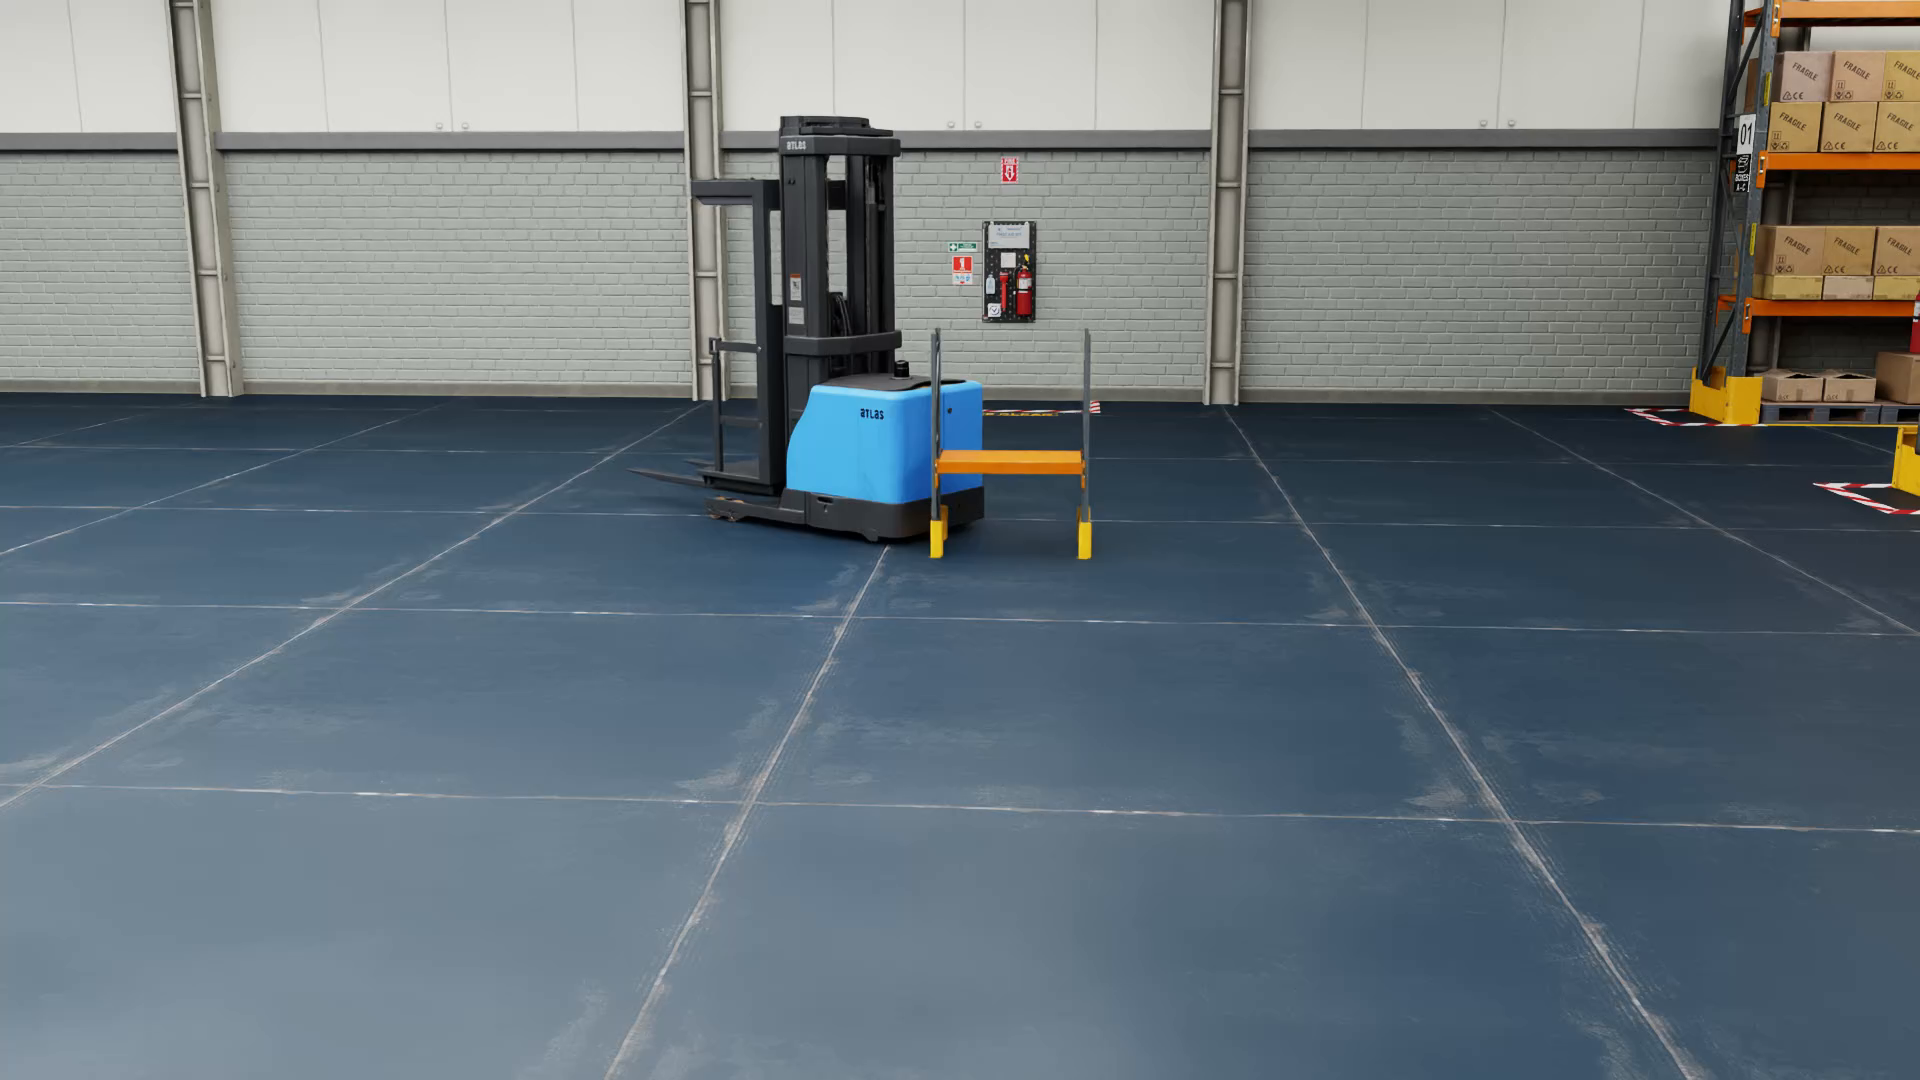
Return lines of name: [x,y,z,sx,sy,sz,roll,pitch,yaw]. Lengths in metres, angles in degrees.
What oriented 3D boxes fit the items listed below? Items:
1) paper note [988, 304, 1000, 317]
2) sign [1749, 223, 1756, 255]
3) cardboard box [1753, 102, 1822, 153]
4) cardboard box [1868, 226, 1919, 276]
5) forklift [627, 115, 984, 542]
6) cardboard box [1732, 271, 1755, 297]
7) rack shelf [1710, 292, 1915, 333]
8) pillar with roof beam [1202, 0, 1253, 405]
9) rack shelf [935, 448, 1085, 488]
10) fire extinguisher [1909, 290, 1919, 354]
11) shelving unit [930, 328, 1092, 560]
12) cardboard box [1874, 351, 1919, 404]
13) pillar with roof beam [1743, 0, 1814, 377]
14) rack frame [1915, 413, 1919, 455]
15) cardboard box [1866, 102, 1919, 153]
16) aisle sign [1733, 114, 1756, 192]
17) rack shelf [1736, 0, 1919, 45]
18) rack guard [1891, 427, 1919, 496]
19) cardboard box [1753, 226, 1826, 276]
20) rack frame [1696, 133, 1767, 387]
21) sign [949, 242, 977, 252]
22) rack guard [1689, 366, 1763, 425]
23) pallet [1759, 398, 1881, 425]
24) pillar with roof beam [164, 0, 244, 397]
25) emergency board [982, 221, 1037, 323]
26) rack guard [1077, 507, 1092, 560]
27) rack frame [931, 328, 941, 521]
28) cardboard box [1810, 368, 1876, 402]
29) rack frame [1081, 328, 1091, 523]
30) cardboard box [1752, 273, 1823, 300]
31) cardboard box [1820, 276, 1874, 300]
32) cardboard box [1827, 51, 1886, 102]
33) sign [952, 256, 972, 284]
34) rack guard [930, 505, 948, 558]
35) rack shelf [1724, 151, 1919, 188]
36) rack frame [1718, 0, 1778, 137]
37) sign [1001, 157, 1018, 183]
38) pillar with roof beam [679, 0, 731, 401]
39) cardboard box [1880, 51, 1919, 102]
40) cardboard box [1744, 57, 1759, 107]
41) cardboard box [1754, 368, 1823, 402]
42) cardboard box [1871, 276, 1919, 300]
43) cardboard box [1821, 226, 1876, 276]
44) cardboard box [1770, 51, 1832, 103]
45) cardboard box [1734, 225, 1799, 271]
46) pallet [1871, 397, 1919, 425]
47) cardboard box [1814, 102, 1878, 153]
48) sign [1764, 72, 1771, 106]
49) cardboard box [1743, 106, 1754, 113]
paper note: [0.401,-2.688,19.445,0.142,0.148,0.016,1,12,4]
sign: [8.231,-3.125,17.267,0.005,0.325,0.100,1,12,4]
cardboard box: [8.584,-4.283,17.300,0.500,0.500,0.500,1,12,5]
cardboard box: [9.731,-3.030,17.415,0.500,0.500,0.500,0,12,2]
forklift: [-1.292,-1.644,12.468,3.031,2.935,1.130,9,15,37]
cardboard box: [8.746,-2.782,18.058,0.500,0.250,0.500,1,12,5]
rack shelf: [10.262,-2.433,17.828,4.000,0.370,1.077,1,12,4]
pillar with roof beam: [2.749,-5.118,14.258,0.400,9.000,9.100,1,12,4]
rack shelf: [0.346,-0.492,11.337,1.000,0.185,0.538,1,12,3]
fire extinguisher: [7.853,-1.859,13.517,0.183,0.674,0.296,1,12,4]
shelving unit: [0.355,-0.668,11.300,1.083,1.500,0.587,1,12,3]
cardboard box: [10.249,-1.748,17.829,0.500,0.500,0.700,0,12,0]
pillar with roof beam: [8.735,-5.036,13.866,0.400,9.000,9.100,1,12,4]
rack frame: [7.939,-1.800,13.047,0.127,3.000,1.000,1,12,4]
cardboard box: [9.636,-4.262,17.200,0.500,0.500,0.500,1,12,6]
aisle sign: [8.175,-4.024,17.331,0.004,0.787,0.394,1,12,4]
rack shelf: [10.262,-5.367,17.214,4.000,0.370,1.077,1,12,4]
rack guard: [7.916,-0.577,13.305,0.348,0.500,1.175,1,12,4]
cardboard box: [8.723,-3.048,17.497,0.500,0.500,0.500,1,12,4]
rack frame: [8.267,-2.812,17.886,0.127,3.000,1.000,1,12,4]
sign: [0.032,-3.407,19.346,0.331,0.109,0.001,1,12,4]
rack guard: [8.343,-1.588,18.136,0.348,0.500,1.175,1,12,4]
pallet: [9.151,-1.428,18.078,1.213,0.211,1.003,1,12,4]
pillar with roof beam: [-9.224,-5.283,15.043,0.400,9.000,9.100,1,12,4]
emergency board: [0.573,-3.103,19.276,0.643,1.169,0.194,1,12,4]
rack guard: [0.852,-0.052,11.404,0.087,0.250,0.587,1,12,3]
rack frame: [-0.162,-0.673,11.324,0.032,1.500,0.500,1,12,3]
cardboard box: [9.520,-1.676,17.945,0.500,0.311,0.500,2,12,8]
rack frame: [0.854,-0.663,11.276,0.032,1.500,0.500,1,12,3]
cardboard box: [8.732,-2.677,17.557,0.500,0.250,0.500,0,12,2]
cardboard box: [9.252,-2.673,17.537,0.500,0.250,0.500,0,12,2]
cardboard box: [9.132,-4.756,17.119,0.500,0.500,0.500,1,12,3]
sign: [0.028,-3.149,19.409,0.234,0.329,0.001,1,12,4]
rack guard: [-0.143,-0.061,11.451,0.087,0.250,0.587,1,12,3]
rack shelf: [10.262,-3.901,17.521,4.000,0.370,1.077,1,12,4]
rack frame: [8.267,-5.749,17.271,0.127,3.000,1.000,1,12,4]
sign: [0.572,-4.258,19.136,0.199,0.298,0.001,1,12,4]
pillar with roof beam: [-3.238,-5.200,14.651,0.400,9.000,9.100,1,12,4]
cardboard box: [9.644,-4.752,17.097,0.500,0.500,0.500,1,12,5]
cardboard box: [8.714,-4.876,17.691,0.500,0.500,0.500,1,12,6]
cardboard box: [8.951,-1.684,17.983,0.500,0.311,0.500,-1,12,-3]
cardboard box: [9.759,-2.665,17.498,0.500,0.250,0.500,1,12,3]
cardboard box: [9.216,-3.039,17.455,0.500,0.500,0.500,1,12,4]
cardboard box: [8.635,-4.774,17.201,0.500,0.500,0.500,0,12,0]
cardboard box: [8.751,-3.153,17.999,0.500,0.500,0.500,1,12,3]
pallet: [10.365,-1.411,17.996,1.213,0.211,1.003,1,12,4]
cardboard box: [9.117,-4.269,17.230,0.500,0.500,0.500,2,12,8]
sign: [8.231,-4.597,16.959,0.005,0.325,0.100,1,12,4]
cardboard box: [8.700,-4.385,17.786,0.500,0.500,0.500,2,12,8]
